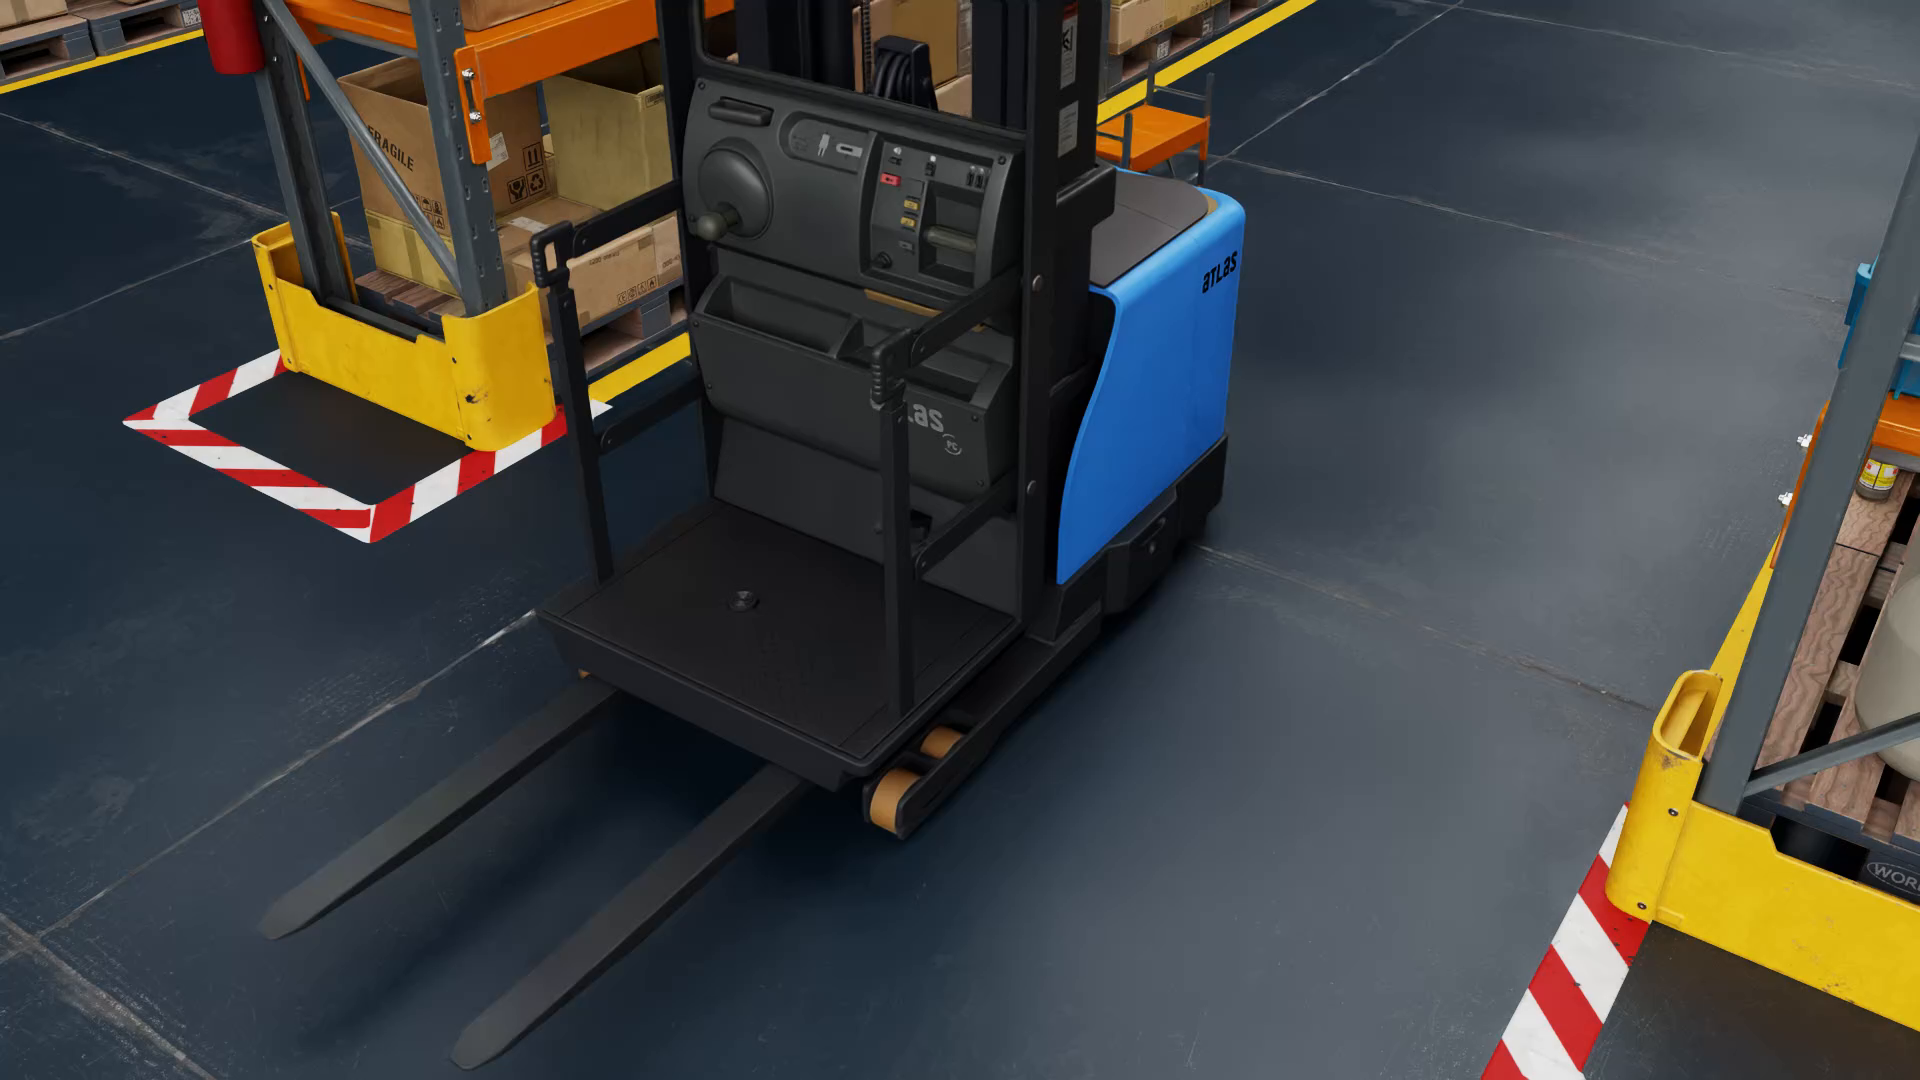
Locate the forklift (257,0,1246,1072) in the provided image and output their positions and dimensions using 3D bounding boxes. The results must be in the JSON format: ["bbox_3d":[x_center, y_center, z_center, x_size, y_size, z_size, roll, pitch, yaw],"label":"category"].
[{"bbox_3d":[1.611,-1.652,4.390,3.360,3.703,6.917,21,39,28],"label":"forklift"}]

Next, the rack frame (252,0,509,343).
[{"bbox_3d":[-1.969,-1.807,5.245,1.000,3.000,0.127,21,39,28],"label":"rack frame"}]

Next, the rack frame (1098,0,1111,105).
[{"bbox_3d":[0.311,-3.648,7.967,1.000,3.000,0.127,21,39,28],"label":"rack frame"}]

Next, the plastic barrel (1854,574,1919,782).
[{"bbox_3d":[2.410,0.306,3.966,0.421,0.512,0.421,0,34,0],"label":"plastic barrel"}]

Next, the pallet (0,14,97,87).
[{"bbox_3d":[-5.506,-2.630,8.951,1.003,0.211,1.213,21,39,28],"label":"pallet"}]

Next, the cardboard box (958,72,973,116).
[{"bbox_3d":[-0.067,-2.173,7.865,0.500,0.250,0.500,21,39,28],"label":"cardboard box"}]

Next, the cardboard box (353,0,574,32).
[{"bbox_3d":[-1.693,-2.059,5.528,0.700,0.500,0.500,21,39,28],"label":"cardboard box"}]

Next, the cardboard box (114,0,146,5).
[{"bbox_3d":[-4.788,-3.408,9.451,0.700,0.500,0.500,19,38,25],"label":"cardboard box"}]

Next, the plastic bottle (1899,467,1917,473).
[{"bbox_3d":[2.951,-0.370,5.158,0.152,0.276,0.135,22,40,29],"label":"plastic bottle"}]

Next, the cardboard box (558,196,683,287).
[{"bbox_3d":[-1.199,-1.249,6.499,0.500,0.250,0.500,21,39,28],"label":"cardboard box"}]

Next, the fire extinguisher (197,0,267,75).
[{"bbox_3d":[-2.419,-1.869,5.405,0.296,0.674,0.183,21,39,28],"label":"fire extinguisher"}]

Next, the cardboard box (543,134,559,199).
[{"bbox_3d":[-1.631,-1.417,6.748,0.500,0.250,0.500,21,39,28],"label":"cardboard box"}]

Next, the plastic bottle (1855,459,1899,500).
[{"bbox_3d":[2.785,-0.232,5.020,0.097,0.201,0.097,0,34,0],"label":"plastic bottle"}]

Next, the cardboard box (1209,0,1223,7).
[{"bbox_3d":[1.330,-3.263,9.478,0.500,0.250,0.500,20,39,27],"label":"cardboard box"}]

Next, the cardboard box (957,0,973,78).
[{"bbox_3d":[-0.068,-2.484,7.656,0.500,0.500,0.500,21,39,28],"label":"cardboard box"}]

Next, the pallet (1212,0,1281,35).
[{"bbox_3d":[1.394,-3.408,10.101,1.003,0.211,1.213,21,39,28],"label":"pallet"}]

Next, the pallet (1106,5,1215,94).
[{"bbox_3d":[0.699,-2.844,9.268,1.003,0.211,1.213,21,39,28],"label":"pallet"}]

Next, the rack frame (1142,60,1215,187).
[{"bbox_3d":[0.708,-1.023,5.692,0.240,1.200,0.015,23,39,30],"label":"rack frame"}]

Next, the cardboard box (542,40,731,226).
[{"bbox_3d":[-1.197,-1.559,6.288,0.500,0.500,0.500,21,39,28],"label":"cardboard box"}]

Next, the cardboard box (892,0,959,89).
[{"bbox_3d":[-0.350,-2.253,7.314,0.500,0.500,0.500,21,39,28],"label":"cardboard box"}]

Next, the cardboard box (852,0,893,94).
[{"bbox_3d":[-0.624,-2.018,6.967,0.500,0.500,0.500,21,39,28],"label":"cardboard box"}]

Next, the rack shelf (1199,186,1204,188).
[{"bbox_3d":[0.562,-1.049,5.443,0.258,0.148,0.480,23,39,30],"label":"rack shelf"}]

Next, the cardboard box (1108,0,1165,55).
[{"bbox_3d":[0.745,-2.789,8.777,0.500,0.250,0.500,20,39,27],"label":"cardboard box"}]

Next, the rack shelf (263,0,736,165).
[{"bbox_3d":[-0.829,-2.430,6.807,1.077,0.370,4.000,21,39,28],"label":"rack shelf"}]

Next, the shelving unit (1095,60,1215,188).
[{"bbox_3d":[0.561,-0.918,5.528,0.258,1.200,0.503,23,39,30],"label":"shelving unit"}]

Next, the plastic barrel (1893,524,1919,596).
[{"bbox_3d":[2.696,0.075,4.307,0.421,0.512,0.421,0,34,0],"label":"plastic barrel"}]

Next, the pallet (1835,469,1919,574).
[{"bbox_3d":[3.266,-0.049,5.135,1.003,0.211,1.213,21,39,28],"label":"pallet"}]

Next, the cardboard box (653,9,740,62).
[{"bbox_3d":[-0.923,-1.793,6.635,0.500,0.500,0.500,21,39,28],"label":"cardboard box"}]

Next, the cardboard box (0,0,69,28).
[{"bbox_3d":[-5.248,-3.008,9.028,0.500,0.311,0.500,25,41,32],"label":"cardboard box"}]

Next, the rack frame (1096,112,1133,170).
[{"bbox_3d":[0.413,-0.812,5.365,0.240,1.200,0.015,23,39,30],"label":"rack frame"}]

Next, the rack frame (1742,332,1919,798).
[{"bbox_3d":[2.100,-0.222,2.901,0.949,2.616,0.053,21,39,28],"label":"rack frame"}]

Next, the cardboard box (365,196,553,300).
[{"bbox_3d":[-1.906,-1.183,6.402,0.500,0.250,0.500,21,39,28],"label":"cardboard box"}]

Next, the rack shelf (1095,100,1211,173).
[{"bbox_3d":[0.565,-1.246,5.313,0.258,0.148,0.480,23,39,30],"label":"rack shelf"}]

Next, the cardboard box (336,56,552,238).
[{"bbox_3d":[-1.908,-1.495,6.193,0.500,0.500,0.500,21,39,28],"label":"cardboard box"}]

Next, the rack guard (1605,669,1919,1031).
[{"bbox_3d":[2.102,0.762,3.677,1.175,0.500,0.348,21,39,28],"label":"rack guard"}]

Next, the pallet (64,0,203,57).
[{"bbox_3d":[-4.809,-3.189,9.778,1.003,0.211,1.213,21,39,28],"label":"pallet"}]

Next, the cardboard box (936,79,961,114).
[{"bbox_3d":[-0.340,-1.938,7.518,0.500,0.250,0.500,21,39,28],"label":"cardboard box"}]

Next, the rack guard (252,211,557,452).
[{"bbox_3d":[-1.983,-0.761,5.928,1.175,0.500,0.348,21,39,28],"label":"rack guard"}]

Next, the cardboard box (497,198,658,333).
[{"bbox_3d":[-1.481,-1.018,6.157,0.500,0.250,0.500,21,39,28],"label":"cardboard box"}]

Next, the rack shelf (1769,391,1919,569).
[{"bbox_3d":[3.238,-0.846,4.465,1.077,0.370,4.000,21,39,28],"label":"rack shelf"}]
